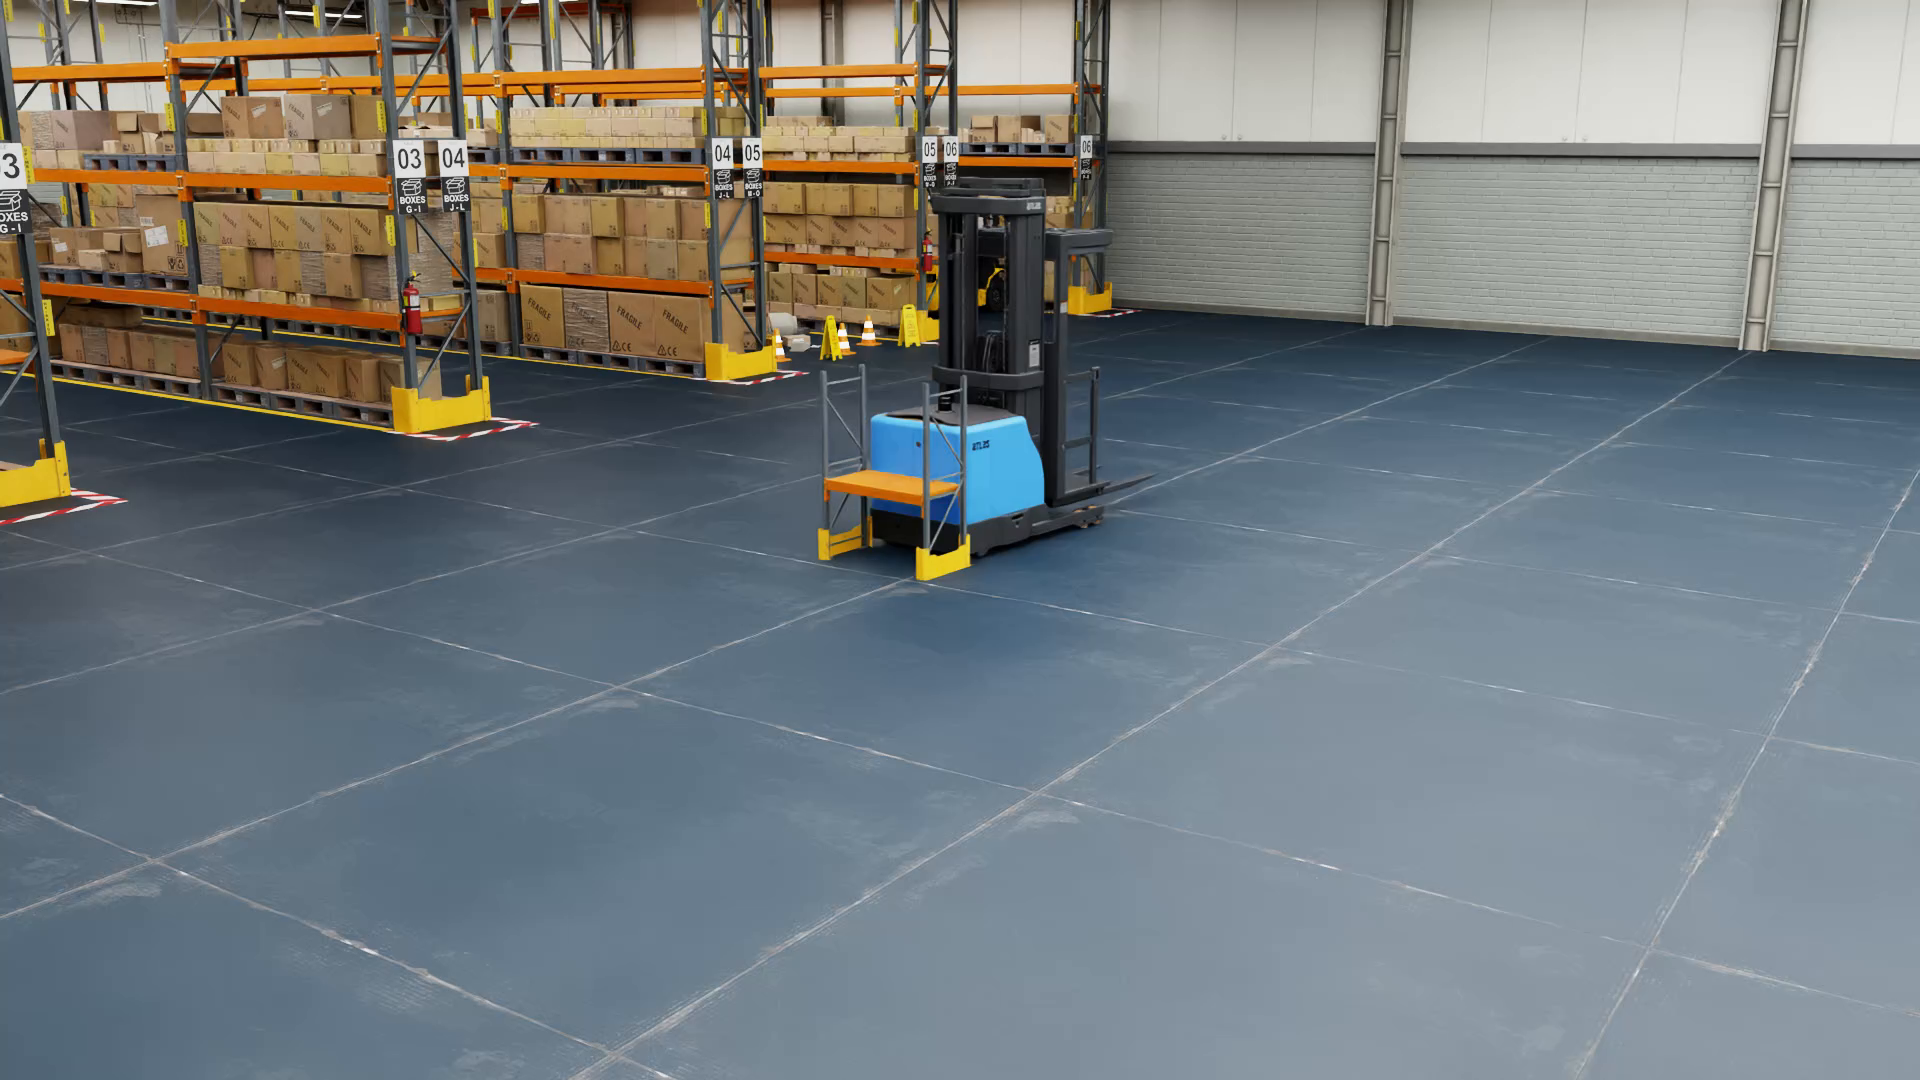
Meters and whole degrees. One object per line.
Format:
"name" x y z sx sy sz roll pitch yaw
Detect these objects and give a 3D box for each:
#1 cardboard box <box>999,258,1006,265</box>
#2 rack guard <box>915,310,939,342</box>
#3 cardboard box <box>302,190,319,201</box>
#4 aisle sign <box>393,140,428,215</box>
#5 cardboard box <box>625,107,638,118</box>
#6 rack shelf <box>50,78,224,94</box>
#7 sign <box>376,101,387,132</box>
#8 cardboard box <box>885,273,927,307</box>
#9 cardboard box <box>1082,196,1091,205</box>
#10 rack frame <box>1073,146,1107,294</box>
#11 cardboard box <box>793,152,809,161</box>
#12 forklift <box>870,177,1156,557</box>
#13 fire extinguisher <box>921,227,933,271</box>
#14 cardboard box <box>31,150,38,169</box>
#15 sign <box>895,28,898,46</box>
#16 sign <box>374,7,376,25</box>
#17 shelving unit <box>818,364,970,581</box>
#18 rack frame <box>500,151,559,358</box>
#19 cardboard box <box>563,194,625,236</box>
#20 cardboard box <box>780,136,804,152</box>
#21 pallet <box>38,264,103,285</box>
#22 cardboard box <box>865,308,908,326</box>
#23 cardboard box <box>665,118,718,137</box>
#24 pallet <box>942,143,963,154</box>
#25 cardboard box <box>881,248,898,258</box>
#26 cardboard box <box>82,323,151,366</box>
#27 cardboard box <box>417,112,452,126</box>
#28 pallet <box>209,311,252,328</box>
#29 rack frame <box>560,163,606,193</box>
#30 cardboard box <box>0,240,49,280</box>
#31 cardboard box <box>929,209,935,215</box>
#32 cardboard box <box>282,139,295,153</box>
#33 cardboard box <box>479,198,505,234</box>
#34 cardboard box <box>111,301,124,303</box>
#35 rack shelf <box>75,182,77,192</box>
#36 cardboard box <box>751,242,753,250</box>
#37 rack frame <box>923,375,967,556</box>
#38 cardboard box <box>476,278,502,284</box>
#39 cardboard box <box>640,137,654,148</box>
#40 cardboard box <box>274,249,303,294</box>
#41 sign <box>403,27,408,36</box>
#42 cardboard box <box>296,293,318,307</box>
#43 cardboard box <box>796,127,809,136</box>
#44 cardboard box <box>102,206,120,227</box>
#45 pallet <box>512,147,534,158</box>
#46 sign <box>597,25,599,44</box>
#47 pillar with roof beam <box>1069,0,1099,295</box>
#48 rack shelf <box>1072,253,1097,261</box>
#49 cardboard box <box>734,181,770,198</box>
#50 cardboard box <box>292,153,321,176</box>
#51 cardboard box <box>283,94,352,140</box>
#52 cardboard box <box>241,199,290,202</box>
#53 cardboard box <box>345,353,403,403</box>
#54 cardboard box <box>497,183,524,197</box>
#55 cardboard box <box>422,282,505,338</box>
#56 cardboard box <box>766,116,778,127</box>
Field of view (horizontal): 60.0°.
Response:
"cardboard box" 0.996 -5.228 31.466 0.500 0.250 0.500 9 17 34
"rack guard" -0.427 -3.547 27.112 0.348 0.500 1.175 9 17 33
"cardboard box" -13.401 -7.309 34.817 0.500 0.500 0.500 9 16 32
"aisle sign" -6.011 -3.968 18.201 0.004 0.787 0.394 9 17 33
"cardboard box" -4.353 -5.837 22.700 0.250 0.149 0.380 9 17 33
"rack shelf" -14.660 -8.189 29.679 4.000 0.370 1.077 9 17 33
"sign" -6.221 -4.552 17.885 0.005 0.325 0.100 9 17 33
"cardboard box" -0.899 -4.150 27.632 0.500 0.500 0.500 9 16 31
"cardboard box" 2.244 -6.336 30.999 0.250 0.149 0.380 9 16 32
"rack frame" 2.403 -5.740 30.770 0.127 3.000 1.000 9 17 33
"cardboard box" -2.541 -6.340 27.471 0.250 0.149 0.380 9 16 32
"forklift" 0.590 -1.585 14.127 1.130 2.935 3.031 11 18 38
"fire extinguisher" -0.526 -4.605 26.346 0.183 0.674 0.296 9 17 33
"cardboard box" -12.285 -5.117 22.320 0.500 0.250 0.500 10 17 34
"sign" -1.209 -9.571 31.651 0.005 0.325 0.100 9 17 33
"sign" -9.374 -8.376 26.659 0.005 0.325 0.100 9 17 33
"shelving unit" -0.522 -0.548 12.917 1.083 1.500 0.587 10 17 36
"rack frame" -6.362 -4.286 24.895 0.127 3.000 1.000 9 17 33
"cardboard box" -5.182 -4.676 23.912 0.550 0.550 0.875 9 17 33
"cardboard box" -2.629 -6.564 27.546 0.500 0.250 0.500 9 17 33
"pallet" -11.882 -3.680 22.845 1.003 0.211 1.213 9 17 33
"cardboard box" -1.205 -3.677 27.284 0.500 0.250 0.500 9 17 33
"cardboard box" -3.605 -5.540 22.328 0.500 0.250 0.500 9 17 34
"pallet" -0.194 -7.581 32.146 1.213 0.211 1.003 9 17 33
"cardboard box" -1.066 -4.648 26.879 0.250 0.149 0.380 9 16 32
"cardboard box" -11.499 -2.690 22.733 0.500 0.500 0.700 8 16 28
"cardboard box" -8.082 -6.402 25.911 0.500 0.500 0.500 9 17 33
"pallet" -12.353 -3.901 29.144 1.213 0.211 1.003 9 17 33
"rack frame" -7.002 -5.823 31.104 0.127 3.000 1.000 9 17 33
"cardboard box" -13.081 -3.912 23.178 0.500 0.500 0.500 10 17 35
"cardboard box" -0.252 -6.147 32.206 0.500 0.500 0.500 10 17 34
"cardboard box" -7.576 -4.548 19.193 0.250 0.149 0.380 8 16 30
"cardboard box" -6.777 -4.885 25.027 0.500 0.500 0.700 9 16 32
"cardboard box" -15.439 -4.475 30.715 0.250 0.149 0.380 9 17 33
"rack shelf" -14.193 -5.222 23.932 4.000 0.370 1.077 9 17 33
"cardboard box" -3.362 -5.035 28.443 0.250 0.149 0.380 10 17 34
"rack frame" -0.112 -0.473 12.611 0.032 1.500 0.500 10 17 36
"cardboard box" -9.008 -5.345 32.721 0.875 0.875 0.875 10 17 34
"cardboard box" -4.139 -5.416 22.656 0.250 0.149 0.380 9 17 33
"cardboard box" -7.617 -3.235 19.821 0.500 0.500 0.875 9 17 33
"sign" -10.651 -9.695 31.985 0.005 0.325 0.100 9 17 33
"cardboard box" -7.550 -2.830 19.534 0.250 0.149 0.380 9 17 33
"cardboard box" -2.493 -6.737 27.416 0.250 0.149 0.380 9 16 32
"cardboard box" -15.243 -5.838 30.338 0.500 0.500 0.500 9 17 34
"pallet" -7.566 -7.263 31.073 1.003 0.211 1.213 10 17 35
"sign" -6.708 -9.337 30.704 0.005 0.325 0.100 9 17 33
"pillar with roof beam" -0.074 -8.067 27.685 0.400 9.000 9.100 9 17 33
"rack shelf" 0.744 -5.659 31.940 4.000 0.370 1.077 9 17 33
"cardboard box" -3.439 -5.863 28.356 0.500 0.500 0.700 9 17 32
"cardboard box" -7.273 -4.308 19.055 0.500 0.250 0.500 10 17 34
"cardboard box" -7.322 -4.823 18.956 0.500 0.500 0.500 9 17 33
"cardboard box" -8.687 -3.984 20.765 0.500 0.500 0.500 9 17 33
"cardboard box" -6.919 -1.925 19.686 0.500 0.500 0.500 -12 18 -39
"cardboard box" -8.416 -6.509 31.587 0.500 0.500 0.500 9 17 33
"cardboard box" -7.726 -3.593 25.905 0.750 0.750 1.050 9 17 33
"cardboard box" -3.770 -8.425 34.081 0.500 0.500 0.500 9 17 33
